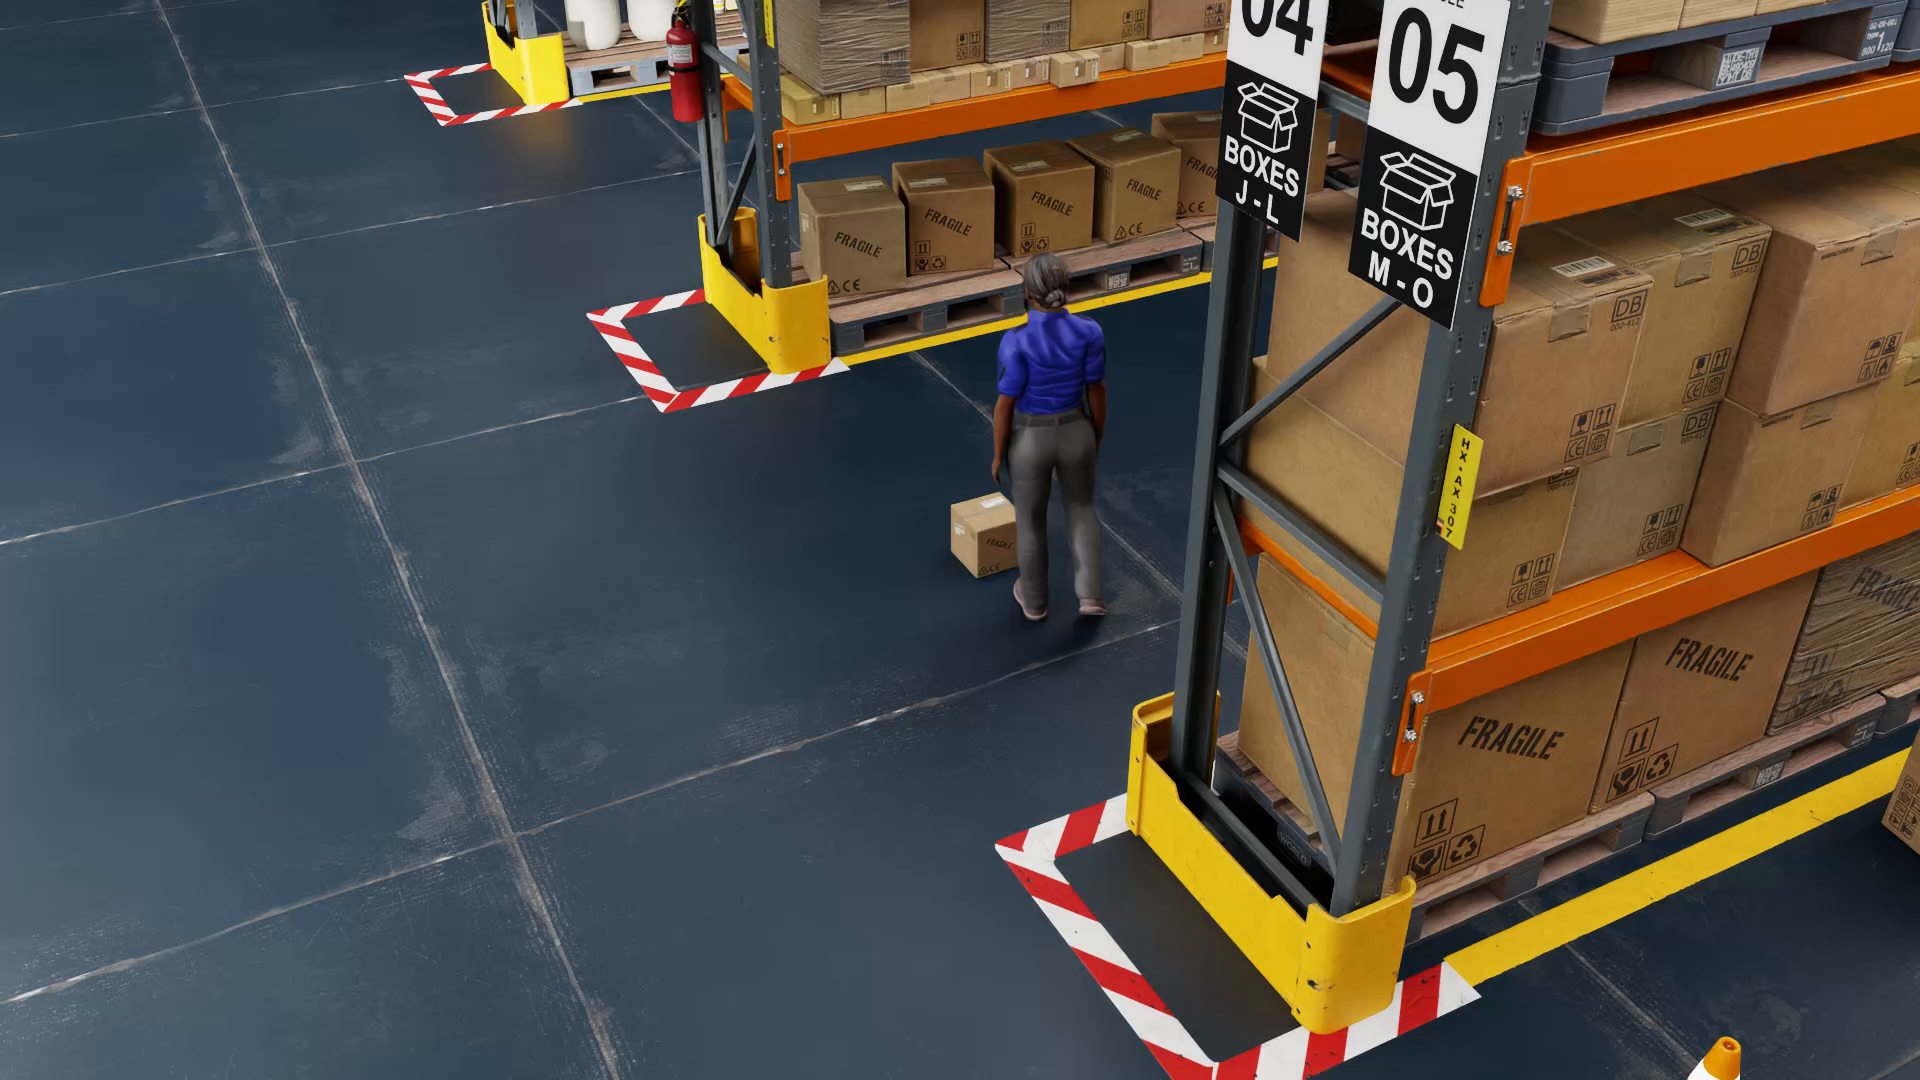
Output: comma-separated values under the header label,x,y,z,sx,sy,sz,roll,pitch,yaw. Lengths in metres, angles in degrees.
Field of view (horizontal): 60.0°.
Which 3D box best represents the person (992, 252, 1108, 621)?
label,x,y,z,sx,sy,sz,roll,pitch,yaw
person,0.367,-0.372,6.700,0.500,1.678,0.481,-9,34,-13
